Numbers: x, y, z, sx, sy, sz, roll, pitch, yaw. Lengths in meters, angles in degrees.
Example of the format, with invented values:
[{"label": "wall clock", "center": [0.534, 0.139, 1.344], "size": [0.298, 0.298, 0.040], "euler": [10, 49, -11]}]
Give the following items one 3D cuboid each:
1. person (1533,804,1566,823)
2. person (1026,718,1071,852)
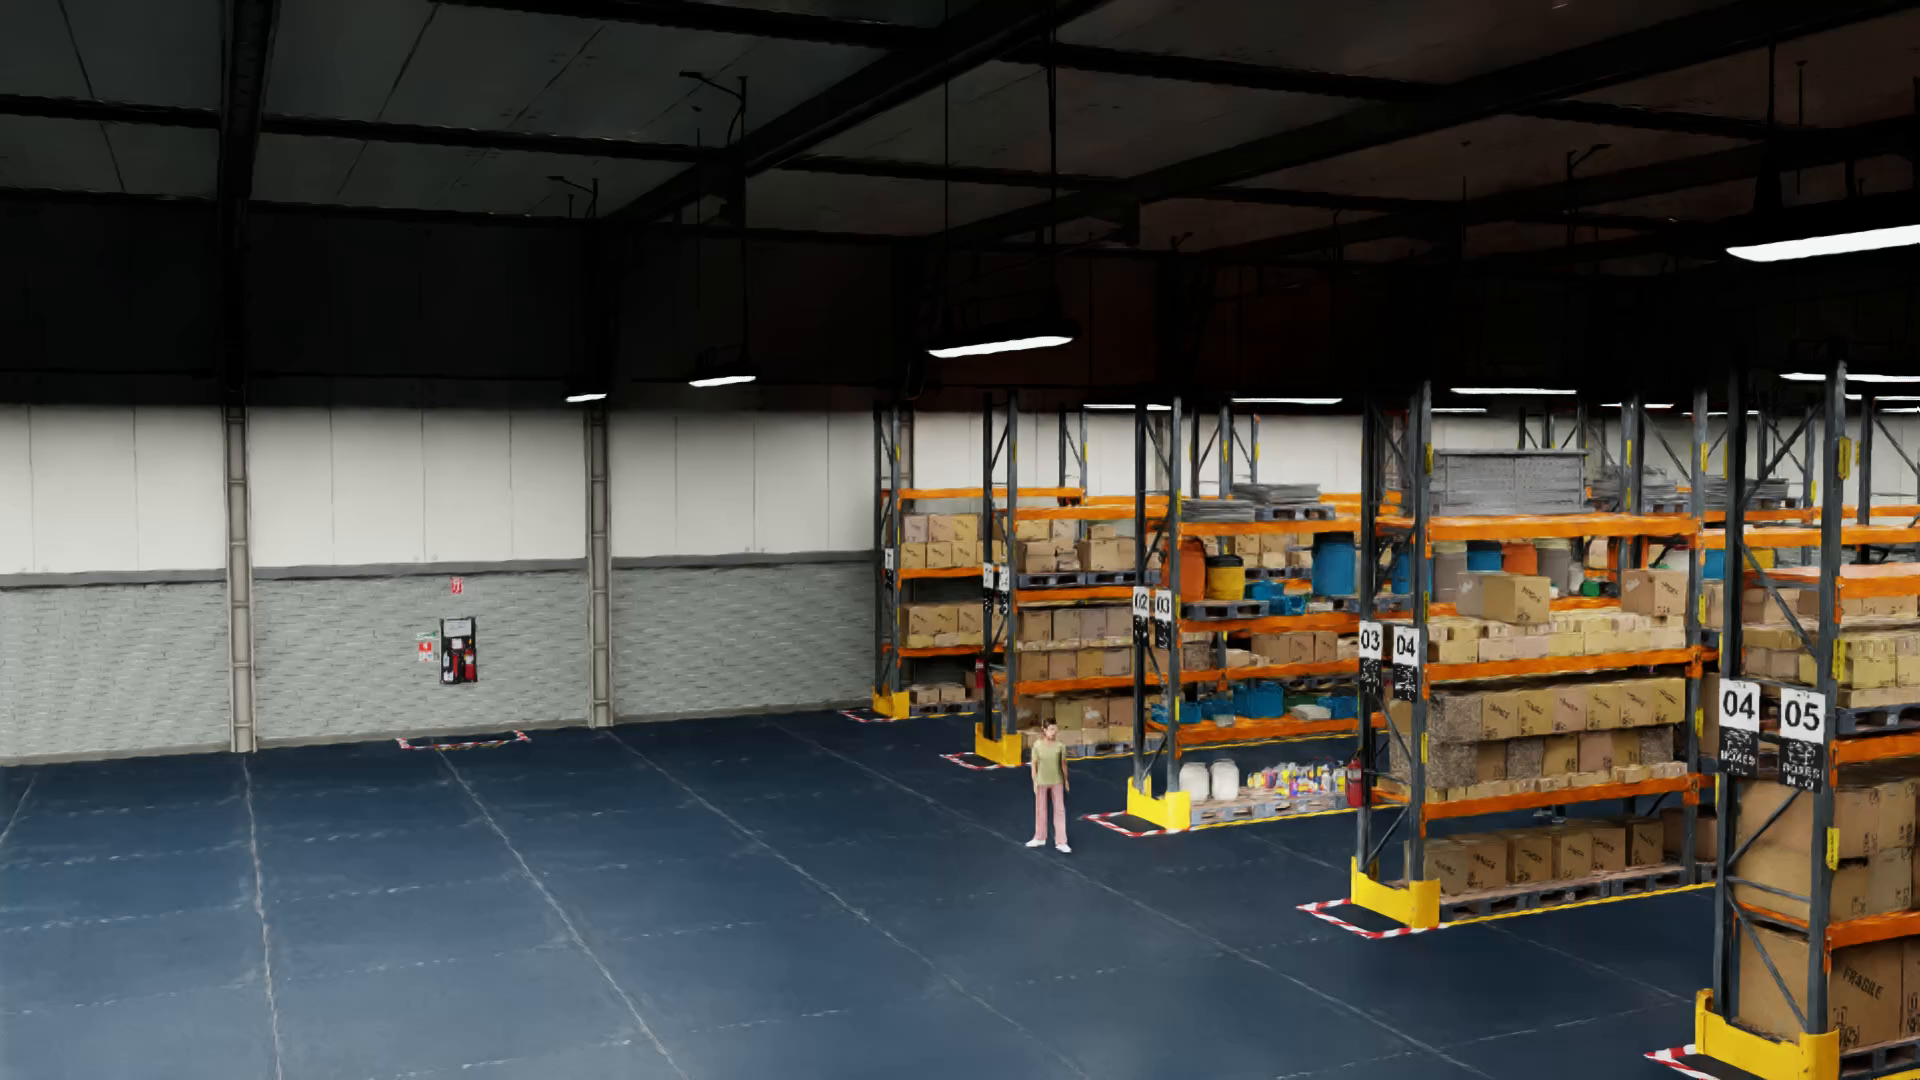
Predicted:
[{"label": "person", "center": [8.019, 3.133, 22.683], "size": [0.516, 1.433, 0.566], "euler": [-2, 4, -26]}, {"label": "person", "center": [1.126, 3.092, 21.111], "size": [0.570, 1.674, 0.466], "euler": [0, 3, 1]}]
